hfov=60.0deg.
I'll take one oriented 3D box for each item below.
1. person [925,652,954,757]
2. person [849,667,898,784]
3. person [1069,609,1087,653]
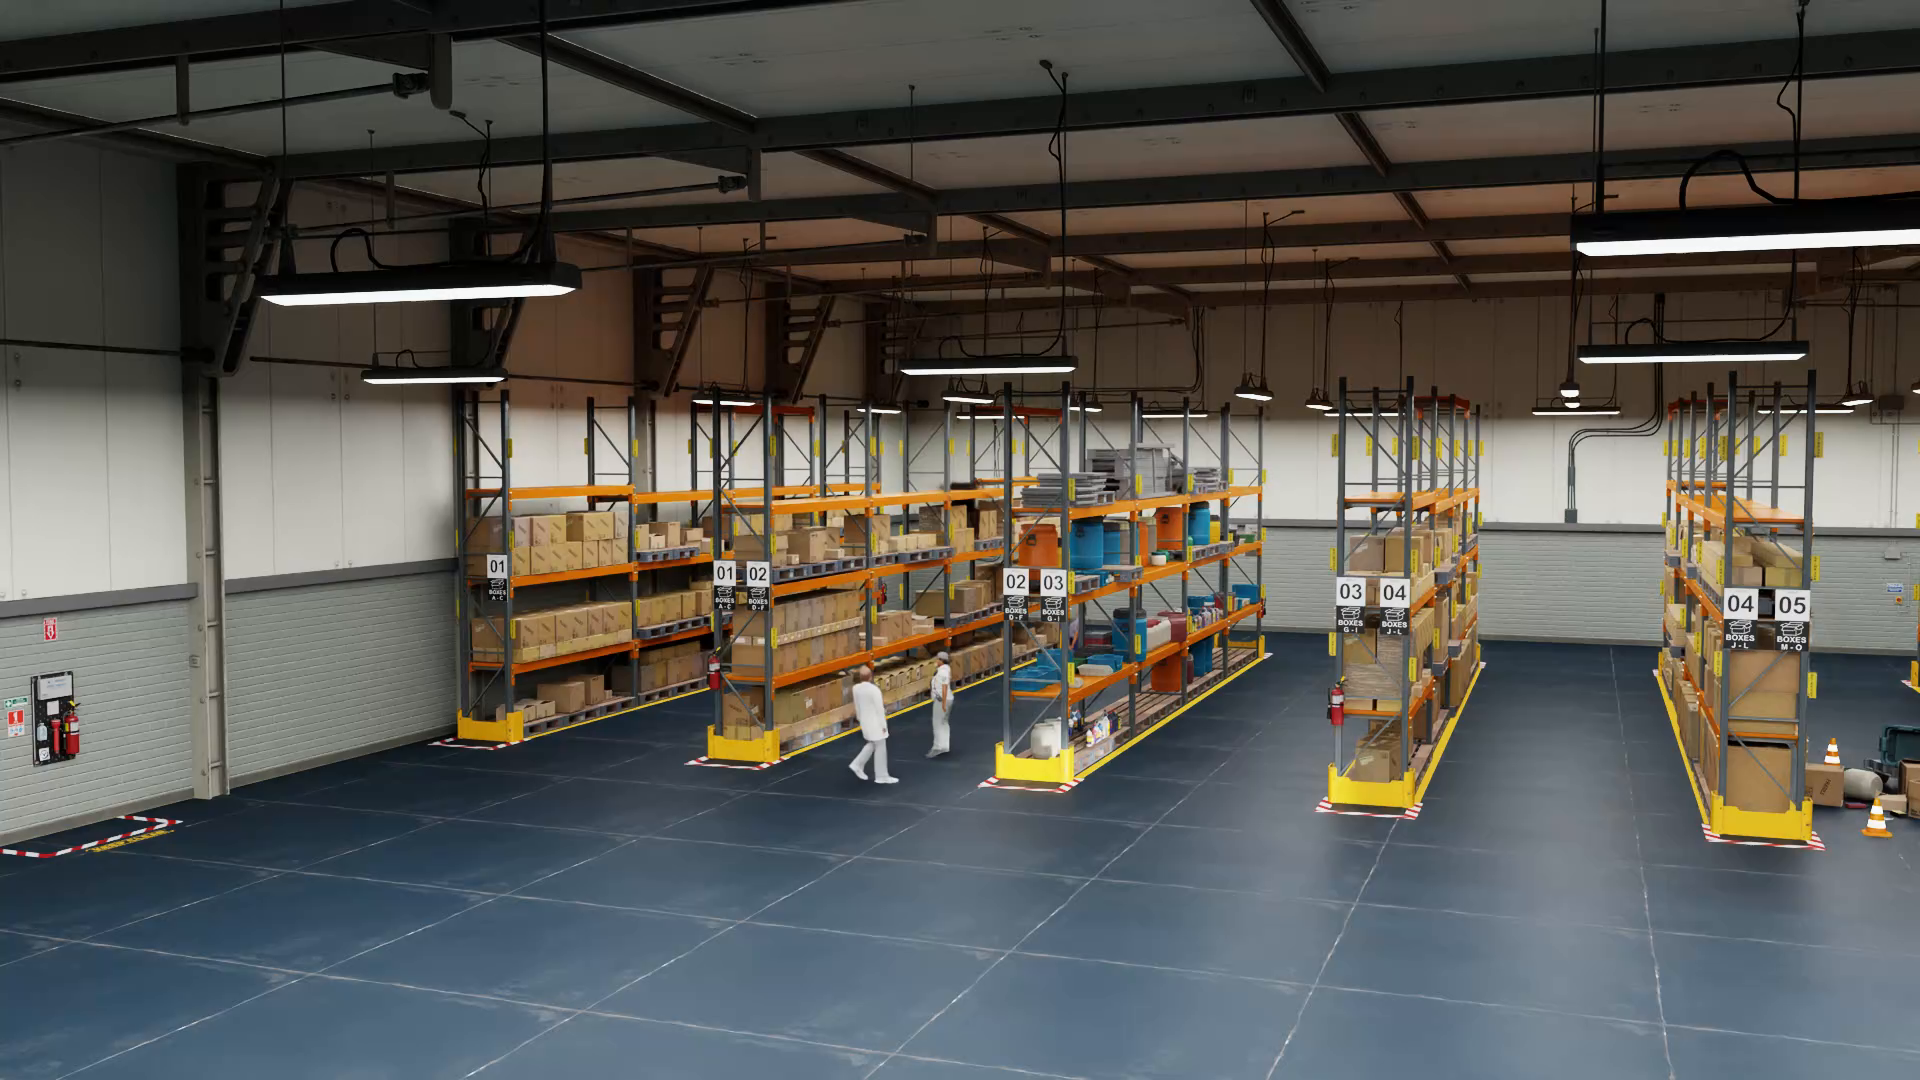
[{"bbox_3d":[-0.328,2.681,27.219,0.441,1.695,0.614,0,3,5],"label":"person"},{"bbox_3d":[-1.299,2.764,24.923,0.652,1.769,0.654,-2,4,-34],"label":"person"},{"bbox_3d":[2.395,2.232,34.982,0.509,1.650,0.501,-1,3,-9],"label":"person"}]
